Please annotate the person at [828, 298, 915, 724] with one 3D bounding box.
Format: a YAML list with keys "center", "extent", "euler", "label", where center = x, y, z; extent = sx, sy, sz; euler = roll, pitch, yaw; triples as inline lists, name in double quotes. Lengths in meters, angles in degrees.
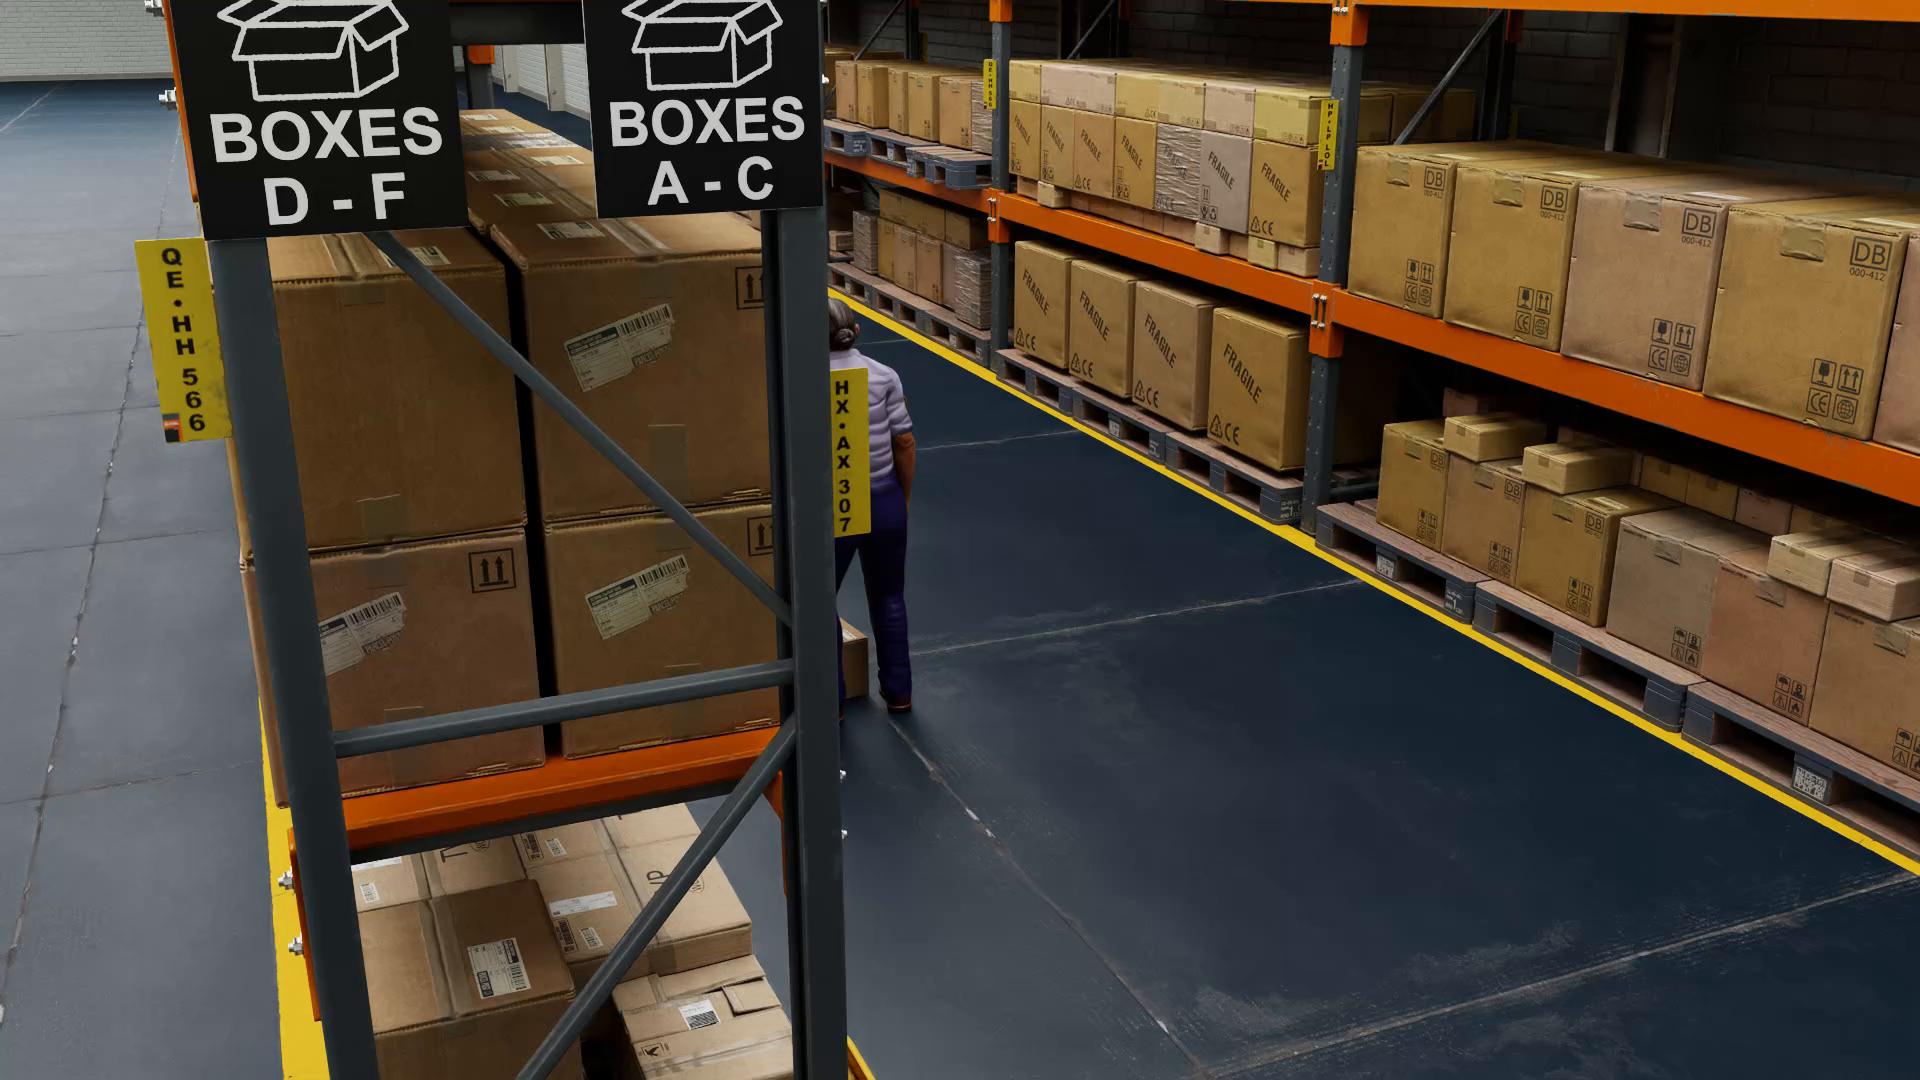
- center: [-0.415, -0.091, 6.362]
  extent: [0.542, 1.637, 0.369]
  euler: [-9, 21, -24]
  label: "person"
